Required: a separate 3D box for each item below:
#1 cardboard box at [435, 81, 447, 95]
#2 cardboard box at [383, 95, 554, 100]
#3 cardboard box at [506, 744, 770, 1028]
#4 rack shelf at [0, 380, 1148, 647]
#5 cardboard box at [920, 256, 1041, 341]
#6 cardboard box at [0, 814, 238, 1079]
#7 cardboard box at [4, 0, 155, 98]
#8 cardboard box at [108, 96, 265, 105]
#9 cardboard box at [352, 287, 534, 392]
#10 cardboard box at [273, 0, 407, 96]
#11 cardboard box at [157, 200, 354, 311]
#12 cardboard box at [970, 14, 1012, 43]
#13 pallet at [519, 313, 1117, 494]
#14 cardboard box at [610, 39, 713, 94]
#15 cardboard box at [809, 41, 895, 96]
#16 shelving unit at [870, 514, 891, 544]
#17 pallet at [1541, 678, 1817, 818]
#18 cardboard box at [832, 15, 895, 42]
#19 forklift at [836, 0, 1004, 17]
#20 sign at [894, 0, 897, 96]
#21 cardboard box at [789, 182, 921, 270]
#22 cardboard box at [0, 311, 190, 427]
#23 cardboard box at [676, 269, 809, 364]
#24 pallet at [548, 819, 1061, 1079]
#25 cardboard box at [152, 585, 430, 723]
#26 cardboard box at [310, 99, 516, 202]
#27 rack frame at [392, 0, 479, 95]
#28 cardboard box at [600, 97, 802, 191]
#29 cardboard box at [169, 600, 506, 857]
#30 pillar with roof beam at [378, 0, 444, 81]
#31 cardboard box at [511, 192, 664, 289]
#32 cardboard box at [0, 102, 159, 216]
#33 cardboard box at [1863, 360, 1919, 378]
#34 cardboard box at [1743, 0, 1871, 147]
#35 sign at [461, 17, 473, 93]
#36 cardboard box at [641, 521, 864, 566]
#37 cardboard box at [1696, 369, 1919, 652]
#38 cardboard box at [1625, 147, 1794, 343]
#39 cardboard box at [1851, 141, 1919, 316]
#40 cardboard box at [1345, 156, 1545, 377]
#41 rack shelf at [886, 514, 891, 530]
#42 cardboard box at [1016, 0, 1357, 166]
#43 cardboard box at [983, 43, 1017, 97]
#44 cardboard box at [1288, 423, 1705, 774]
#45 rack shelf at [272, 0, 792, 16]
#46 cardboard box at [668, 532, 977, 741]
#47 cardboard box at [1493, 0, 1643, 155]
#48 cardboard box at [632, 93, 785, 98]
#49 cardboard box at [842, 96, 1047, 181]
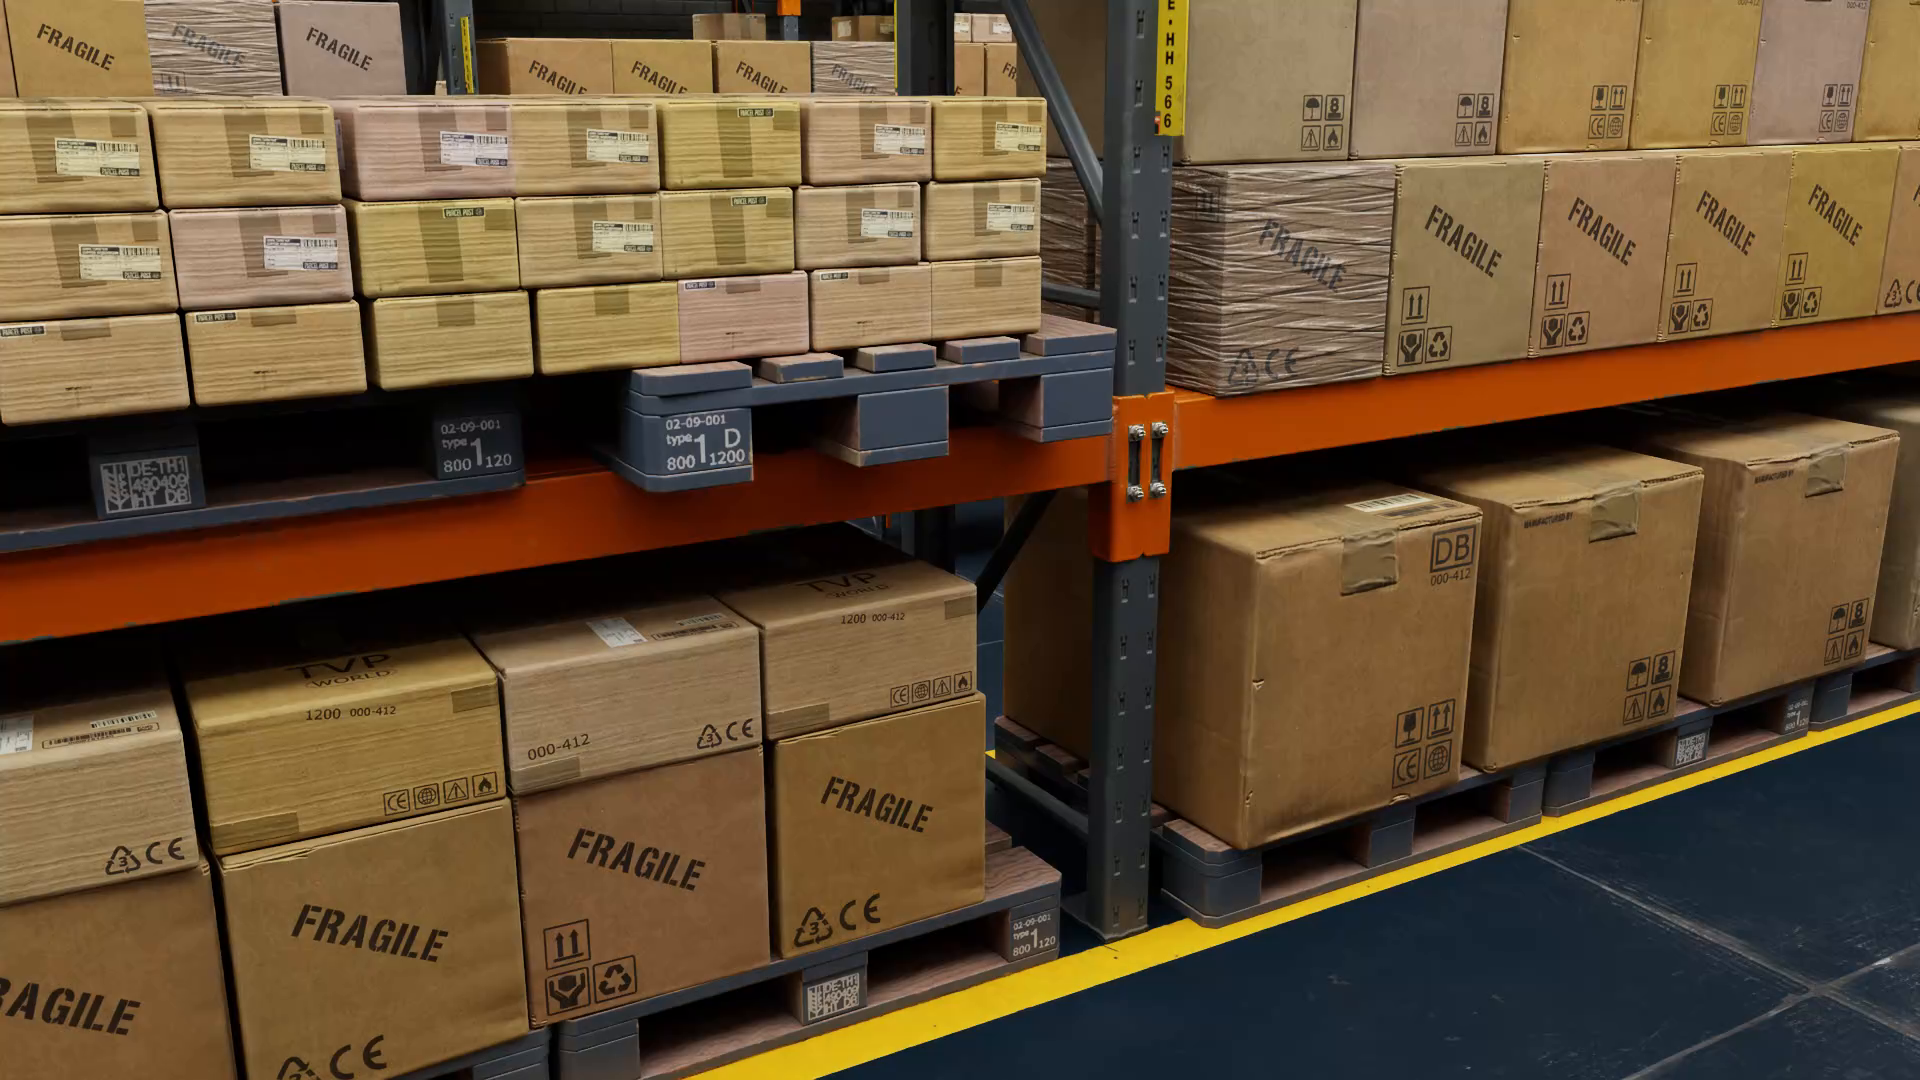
[{"bbox_3d":[-3.972,-3.337,12.371,0.250,0.149,0.380,-9,18,-29],"label":"cardboard box"},{"bbox_3d":[-1.019,-0.844,3.447,0.250,0.149,0.380,-10,19,-32],"label":"cardboard box"},{"bbox_3d":[-0.731,0.622,3.488,0.500,0.500,0.500,-8,18,-27],"label":"cardboard box"},{"bbox_3d":[-1.569,0.021,3.109,4.000,0.370,1.077,-9,18,-30],"label":"rack shelf"},{"bbox_3d":[-0.041,-0.509,3.357,0.250,0.149,0.380,-9,18,-29],"label":"cardboard box"},{"bbox_3d":[-1.619,0.763,2.983,0.500,0.500,0.500,-9,18,-29],"label":"cardboard box"},{"bbox_3d":[-3.664,-1.991,6.917,0.500,0.500,0.500,-9,18,-30],"label":"cardboard box"},{"bbox_3d":[-1.476,-0.768,3.179,0.250,0.149,0.380,-9,18,-28],"label":"cardboard box"},{"bbox_3d":[-0.920,-0.368,2.852,0.250,0.149,0.380,-10,19,-32],"label":"cardboard box"},{"bbox_3d":[-2.799,-2.132,7.419,0.500,0.500,0.500,-10,18,-31],"label":"cardboard box"},{"bbox_3d":[-1.148,-0.474,2.679,0.250,0.149,0.380,-9,18,-28],"label":"cardboard box"},{"bbox_3d":[0.075,-2.781,9.057,0.250,0.149,0.380,-10,18,-31],"label":"cardboard box"},{"bbox_3d":[-0.411,-0.387,3.589,1.003,0.211,1.213,-9,18,-30],"label":"pallet"},{"bbox_3d":[-1.543,-2.211,8.226,0.500,0.500,0.500,-8,18,-27],"label":"cardboard box"},{"bbox_3d":[-0.658,-2.354,8.736,0.500,0.500,0.500,-10,19,-32],"label":"cardboard box"},{"bbox_3d":[-0.006,-0.541,7.255,1.048,1.125,0.538,-9,18,-30],"label":"shelving unit"},{"bbox_3d":[1.905,0.479,5.310,1.213,0.211,1.003,-9,18,-30],"label":"pallet"},{"bbox_3d":[-0.525,-2.838,9.260,0.250,0.149,0.380,-8,18,-27],"label":"cardboard box"},{"bbox_3d":[-0.075,-2.863,12.194,3.031,2.935,1.130,-12,19,-36],"label":"forklift"},{"bbox_3d":[-0.143,-1.289,4.304,0.005,0.325,0.100,-9,18,-30],"label":"sign"},{"bbox_3d":[-0.271,-0.616,3.187,0.250,0.149,0.380,-8,18,-28],"label":"cardboard box"},{"bbox_3d":[-1.375,-0.294,2.588,0.250,0.149,0.380,-10,19,-32],"label":"cardboard box"},{"bbox_3d":[-0.475,-0.440,3.108,0.250,0.149,0.380,-9,18,-29],"label":"cardboard box"},{"bbox_3d":[-0.525,0.848,3.994,1.213,0.211,1.003,-9,18,-30],"label":"pallet"},{"bbox_3d":[-1.436,0.213,3.555,0.500,0.250,0.500,-9,18,-29],"label":"cardboard box"},{"bbox_3d":[-0.916,-0.656,2.777,0.250,0.149,0.380,-9,18,-30],"label":"cardboard box"},{"bbox_3d":[-2.490,-1.734,8.040,0.127,3.000,1.000,-9,18,-30],"label":"rack frame"},{"bbox_3d":[-0.480,-0.726,3.027,0.250,0.149,0.380,-9,18,-28],"label":"cardboard box"},{"bbox_3d":[-1.177,0.333,3.130,0.500,0.250,0.500,-9,18,-28],"label":"cardboard box"},{"bbox_3d":[-2.180,-5.165,9.162,0.400,9.000,9.100,-9,18,-30],"label":"pillar with roof beam"},{"bbox_3d":[-0.710,-0.544,2.930,0.250,0.149,0.380,-9,18,-30],"label":"cardboard box"},{"bbox_3d":[-1.372,-0.581,2.512,0.250,0.149,0.380,-9,18,-28],"label":"cardboard box"},{"bbox_3d":[4.149,-0.410,6.472,0.875,0.875,0.875,-9,18,-29],"label":"cardboard box"},{"bbox_3d":[2.278,-1.476,5.081,0.500,0.500,0.700,-9,18,-29],"label":"cardboard box"},{"bbox_3d":[-2.202,-2.164,7.427,0.005,0.325,0.100,-9,18,-30],"label":"sign"},{"bbox_3d":[-0.570,0.077,4.042,0.500,0.250,0.500,-10,19,-32],"label":"cardboard box"},{"bbox_3d":[3.088,-0.171,5.853,0.750,0.750,1.050,-9,18,-30],"label":"cardboard box"},{"bbox_3d":[1.964,-0.861,4.740,0.500,0.500,0.500,-9,18,-30],"label":"cardboard box"},{"bbox_3d":[2.831,-1.003,5.244,0.500,0.500,0.500,-9,18,-30],"label":"cardboard box"},{"bbox_3d":[1.104,-0.723,4.245,0.500,0.500,0.500,-9,18,-30],"label":"cardboard box"},{"bbox_3d":[-0.006,-0.305,7.321,1.000,0.278,0.538,-9,18,-30],"label":"rack shelf"},{"bbox_3d":[0.535,-1.193,4.070,0.500,0.500,0.700,-9,18,-30],"label":"cardboard box"},{"bbox_3d":[0.236,-2.497,9.247,0.500,0.500,0.500,-9,18,-29],"label":"cardboard box"},{"bbox_3d":[1.461,0.092,4.915,0.750,0.750,1.050,-9,18,-29],"label":"cardboard box"},{"bbox_3d":[-3.336,-4.258,12.819,4.000,0.370,1.077,-9,18,-30],"label":"rack shelf"},{"bbox_3d":[-0.306,0.193,3.628,0.500,0.250,0.500,-10,18,-31],"label":"cardboard box"},{"bbox_3d":[1.407,-1.335,4.578,0.500,0.500,0.700,-10,18,-31],"label":"cardboard box"},{"bbox_3d":[-0.579,-0.913,3.696,0.250,0.149,0.380,-10,18,-31],"label":"cardboard box"},{"bbox_3d":[-0.039,-0.797,3.280,0.250,0.149,0.380,-10,19,-32],"label":"cardboard box"}]
